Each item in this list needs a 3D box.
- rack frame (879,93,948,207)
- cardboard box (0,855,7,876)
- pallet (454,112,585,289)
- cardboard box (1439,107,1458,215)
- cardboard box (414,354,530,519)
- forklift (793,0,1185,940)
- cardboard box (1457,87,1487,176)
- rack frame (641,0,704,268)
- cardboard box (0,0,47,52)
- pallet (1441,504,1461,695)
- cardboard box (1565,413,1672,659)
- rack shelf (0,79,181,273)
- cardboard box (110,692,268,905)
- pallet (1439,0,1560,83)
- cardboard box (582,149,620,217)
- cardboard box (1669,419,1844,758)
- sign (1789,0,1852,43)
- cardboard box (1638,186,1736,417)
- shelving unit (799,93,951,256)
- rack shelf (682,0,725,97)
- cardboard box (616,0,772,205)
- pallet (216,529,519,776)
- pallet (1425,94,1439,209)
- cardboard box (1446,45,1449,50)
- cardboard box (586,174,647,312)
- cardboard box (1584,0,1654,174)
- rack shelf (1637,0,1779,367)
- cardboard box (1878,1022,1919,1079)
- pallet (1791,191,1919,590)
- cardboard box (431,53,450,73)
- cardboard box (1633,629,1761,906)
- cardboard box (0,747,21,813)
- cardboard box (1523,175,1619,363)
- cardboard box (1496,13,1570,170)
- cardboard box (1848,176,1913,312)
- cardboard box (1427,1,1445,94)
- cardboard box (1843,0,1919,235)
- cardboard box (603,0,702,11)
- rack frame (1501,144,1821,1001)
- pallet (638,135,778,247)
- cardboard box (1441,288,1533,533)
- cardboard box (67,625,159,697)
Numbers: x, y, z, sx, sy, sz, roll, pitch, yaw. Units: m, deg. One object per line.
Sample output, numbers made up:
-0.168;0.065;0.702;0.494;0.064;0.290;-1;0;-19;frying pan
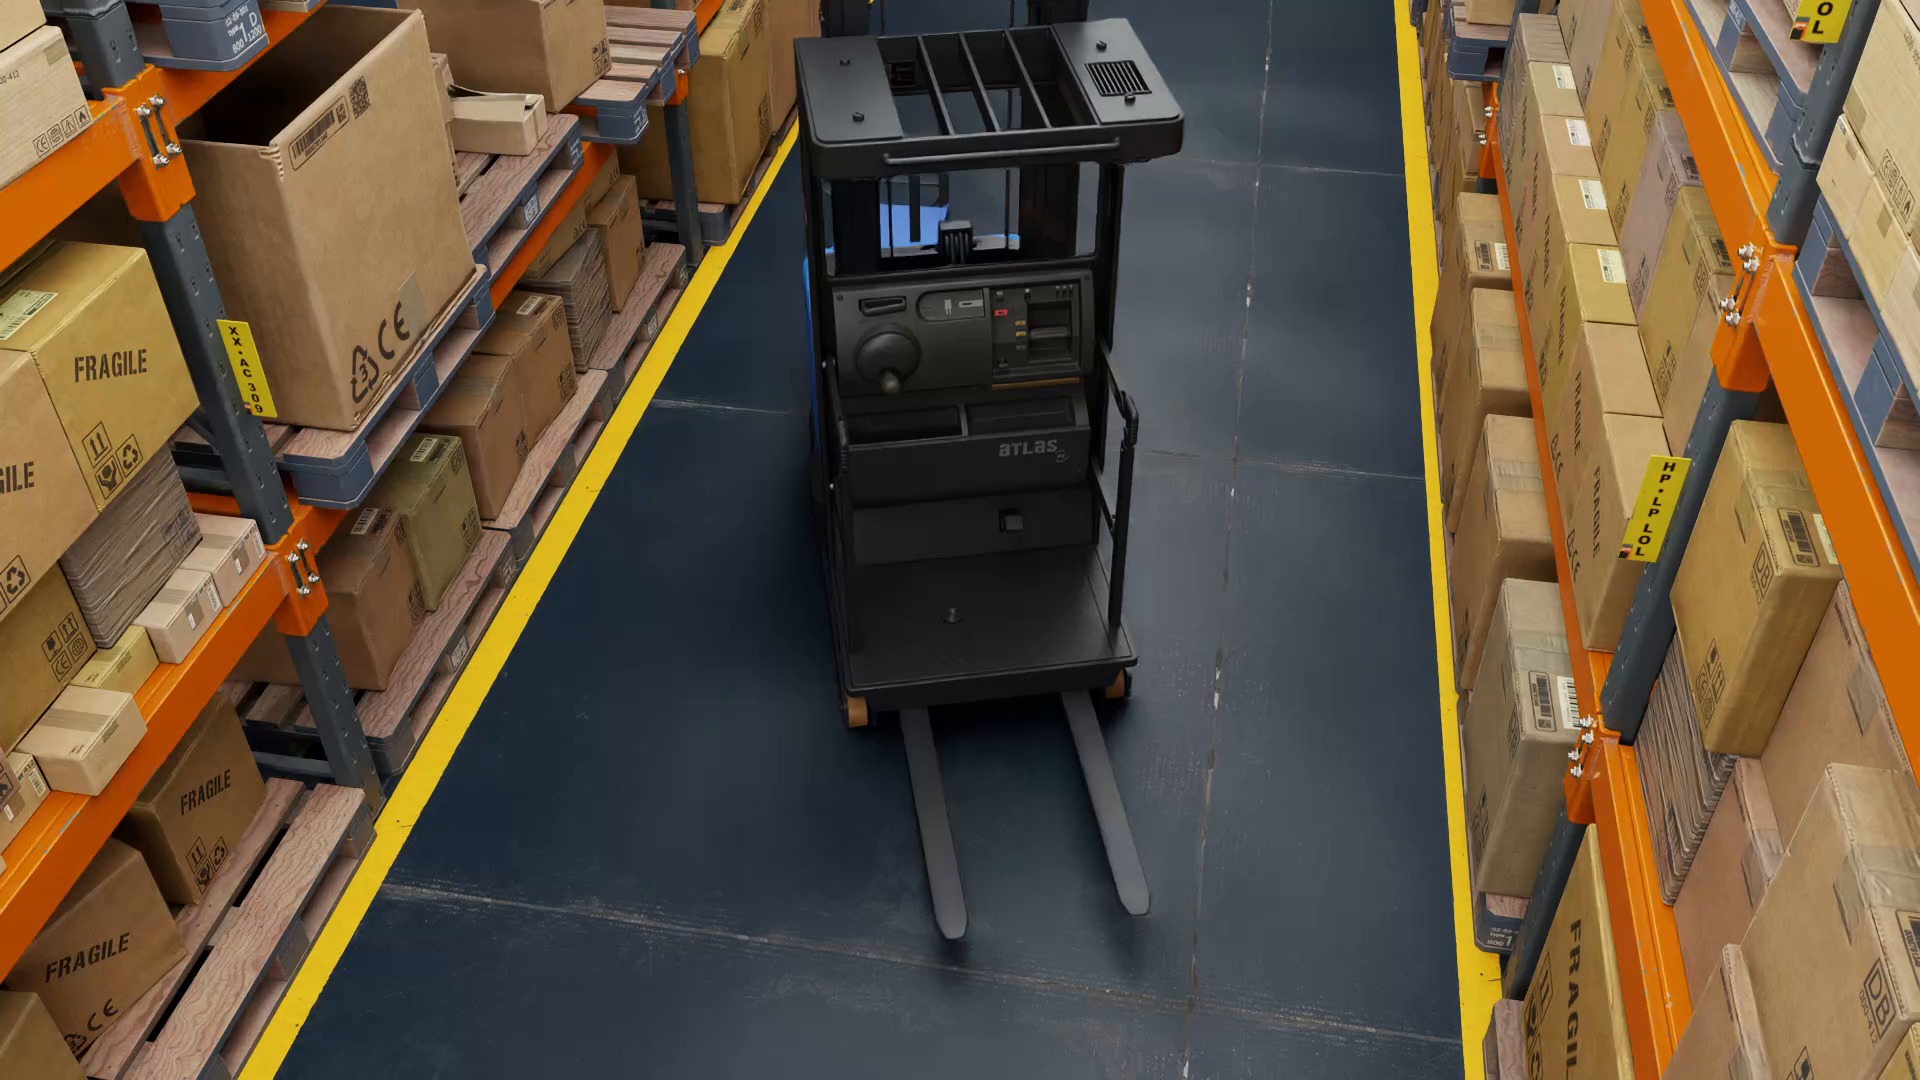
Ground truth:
-0.309;-1.759;8.201;0.500;1.500;0.032;4;40;5;rack frame
-2.614;0.828;4.092;0.380;0.149;0.250;6;40;8;cardboard box
-2.211;-1.405;6.746;1.003;0.211;1.213;6;40;8;pallet
2.909;-2.081;9.045;0.500;0.500;0.500;8;40;9;cardboard box
-2.276;-0.453;7.060;0.700;0.500;0.500;3;40;4;cardboard box
0.054;-0.659;5.747;1.130;2.935;3.031;-6;40;-7;forklift
2.819;-2.061;8.432;0.500;0.250;0.500;6;40;7;cardboard box
-1.909;-2.726;8.193;1.000;3.000;0.127;6;40;8;rack frame
-2.373;-1.231;3.836;0.380;0.149;0.250;8;40;9;cardboard box
2.535;0.209;6.831;1.003;0.211;1.213;6;40;8;pallet
2.093;-0.001;4.818;0.500;0.500;0.500;6;40;7;cardboard box
-2.947;0.161;2.912;1.077;0.370;4.000;6;40;8;rack shelf
-2.710;0.833;5.521;0.500;0.500;0.500;5;40;6;cardboard box
2.977;-2.500;8.071;1.213;0.211;1.003;6;40;8;pallet
-1.995;-1.797;8.098;0.500;0.250;0.500;8;40;9;cardboard box
2.169;0.149;3.751;0.875;0.550;0.550;6;40;8;cardboard box
1.730;-1.135;3.262;0.100;0.325;0.005;6;40;8;sign
2.434;-0.664;4.836;0.700;0.500;0.500;6;40;7;cardboard box
-0.365;-1.438;7.812;0.538;1.500;1.048;4;40;5;shelving unit
-1.563;-3.704;9.940;1.077;0.370;4.000;6;40;8;rack shelf
-1.769;-2.500;9.257;1.225;0.875;0.875;5;40;6;cardboard box
-2.468;0.371;6.636;1.003;0.211;1.213;6;40;8;pallet
3.309;-2.294;9.859;1.003;0.211;1.213;6;40;8;pallet
3.080;-3.025;9.598;0.500;0.250;0.500;8;40;9;cardboard box
-2.005;-1.509;8.338;0.700;0.500;0.500;4;40;5;cardboard box
2.698;-1.619;5.991;0.700;0.500;0.500;6;40;7;cardboard box
2.612;-1.739;5.210;1.077;0.370;4.000;6;40;8;rack shelf
1.875;1.164;2.523;0.875;0.550;0.500;6;40;8;cardboard box
2.115;-0.215;2.871;1.003;0.211;1.213;6;40;8;pallet
-2.426;-1.803;6.865;0.500;0.250;0.500;5;40;6;cardboard box
2.214;0.570;4.089;0.875;0.550;0.550;6;40;8;cardboard box
-2.849;0.542;3.929;0.875;0.500;0.500;6;40;8;cardboard box
2.354;-0.954;5.971;0.500;0.500;0.500;6;40;7;cardboard box
2.615;-1.902;7.118;0.500;0.500;0.500;7;40;8;cardboard box
1.826;-0.511;2.949;0.380;0.149;0.250;7;40;8;cardboard box
3.172;-3.058;10.226;0.500;0.500;0.500;8;40;10;cardboard box
1.906;-0.742;2.916;0.500;0.250;0.500;7;40;8;cardboard box
-1.557;-3.039;8.494;0.500;0.500;0.500;8;40;9;cardboard box
2.266;0.395;4.418;1.000;3.000;0.127;6;40;8;rack frame
-1.698;-2.138;9.670;1.003;0.211;1.213;6;40;8;pallet
2.617;-0.489;6.923;1.050;0.750;0.750;7;40;8;cardboard box
-2.504;0.355;4.664;0.380;0.149;0.250;6;40;8;cardboard box
